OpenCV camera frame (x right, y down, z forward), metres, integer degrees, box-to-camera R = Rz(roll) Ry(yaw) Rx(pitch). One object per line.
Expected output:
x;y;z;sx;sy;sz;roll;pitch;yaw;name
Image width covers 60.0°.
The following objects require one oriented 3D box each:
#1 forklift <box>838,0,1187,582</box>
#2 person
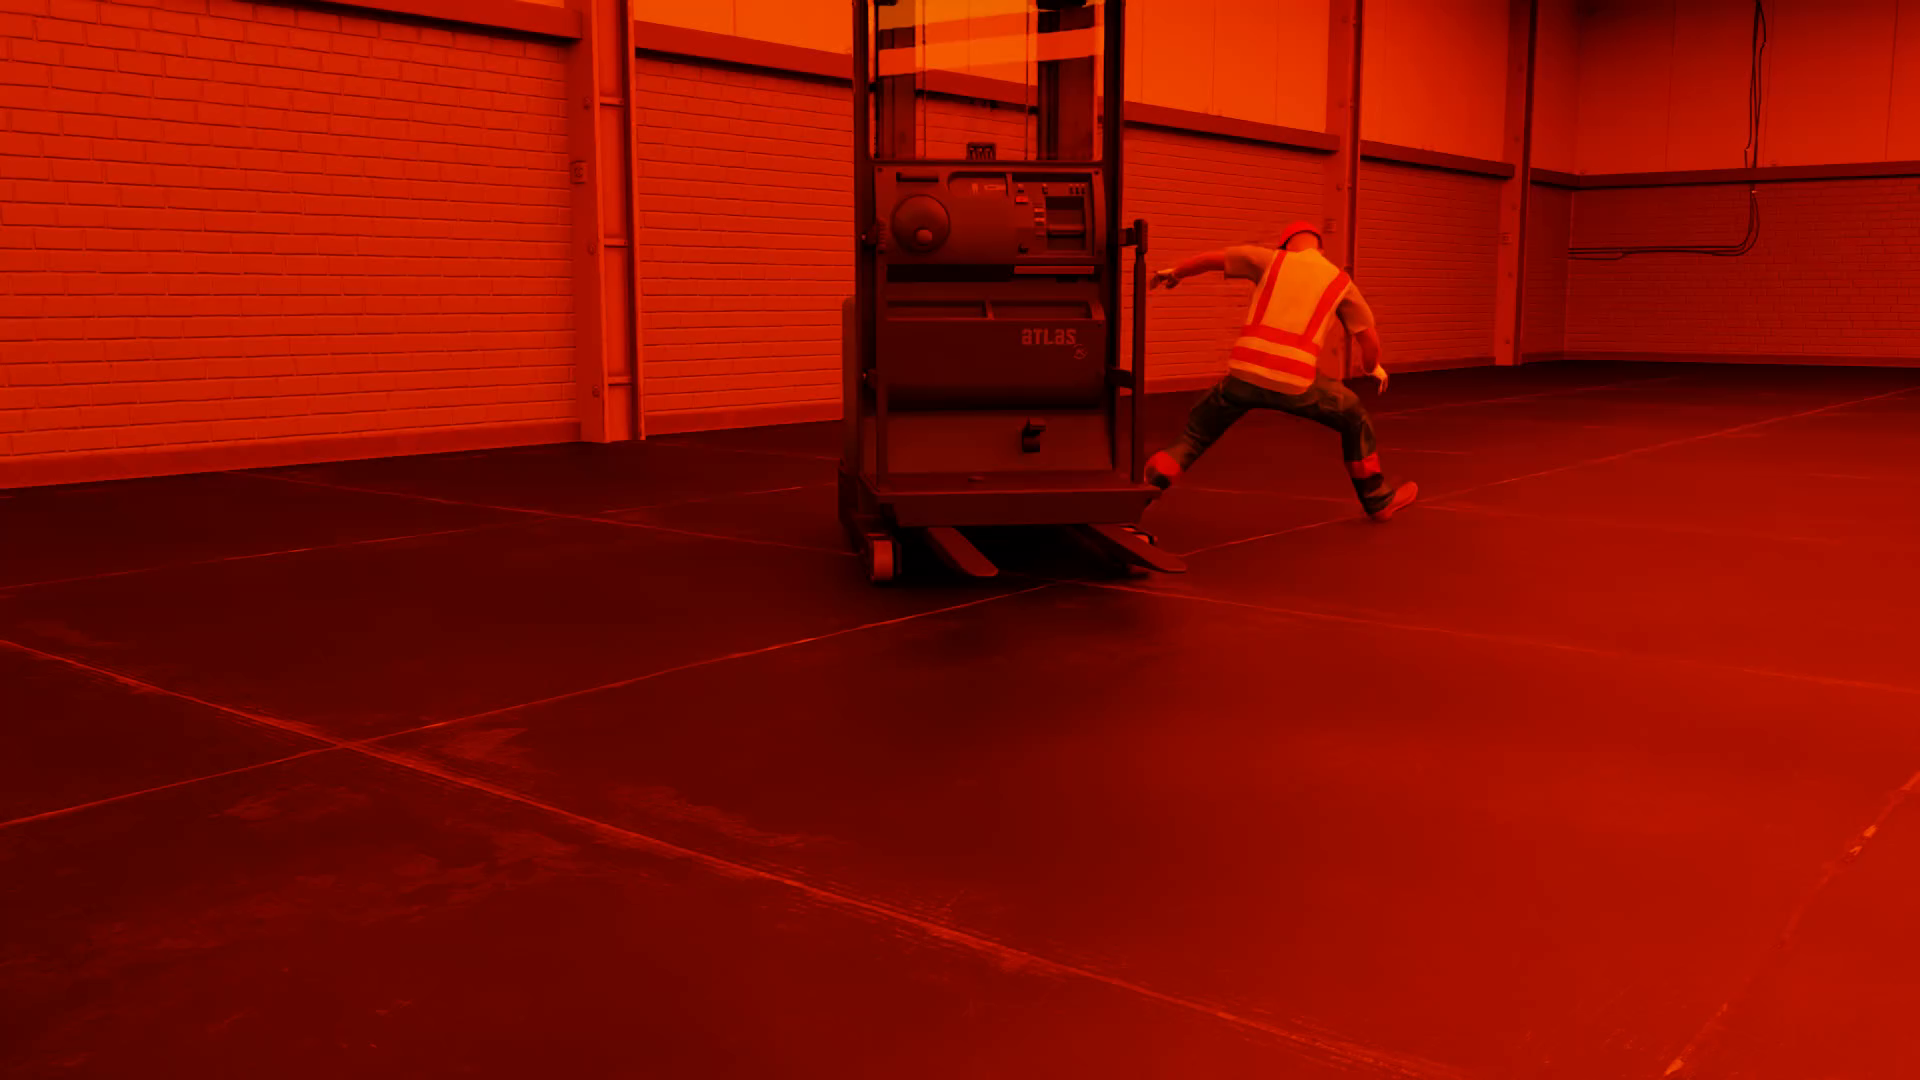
0.155;-1.343;6.463;1.130;2.935;3.031;-1;8;-8;forklift
1.454;-0.784;7.868;1.381;1.439;0.804;3;9;19;person
